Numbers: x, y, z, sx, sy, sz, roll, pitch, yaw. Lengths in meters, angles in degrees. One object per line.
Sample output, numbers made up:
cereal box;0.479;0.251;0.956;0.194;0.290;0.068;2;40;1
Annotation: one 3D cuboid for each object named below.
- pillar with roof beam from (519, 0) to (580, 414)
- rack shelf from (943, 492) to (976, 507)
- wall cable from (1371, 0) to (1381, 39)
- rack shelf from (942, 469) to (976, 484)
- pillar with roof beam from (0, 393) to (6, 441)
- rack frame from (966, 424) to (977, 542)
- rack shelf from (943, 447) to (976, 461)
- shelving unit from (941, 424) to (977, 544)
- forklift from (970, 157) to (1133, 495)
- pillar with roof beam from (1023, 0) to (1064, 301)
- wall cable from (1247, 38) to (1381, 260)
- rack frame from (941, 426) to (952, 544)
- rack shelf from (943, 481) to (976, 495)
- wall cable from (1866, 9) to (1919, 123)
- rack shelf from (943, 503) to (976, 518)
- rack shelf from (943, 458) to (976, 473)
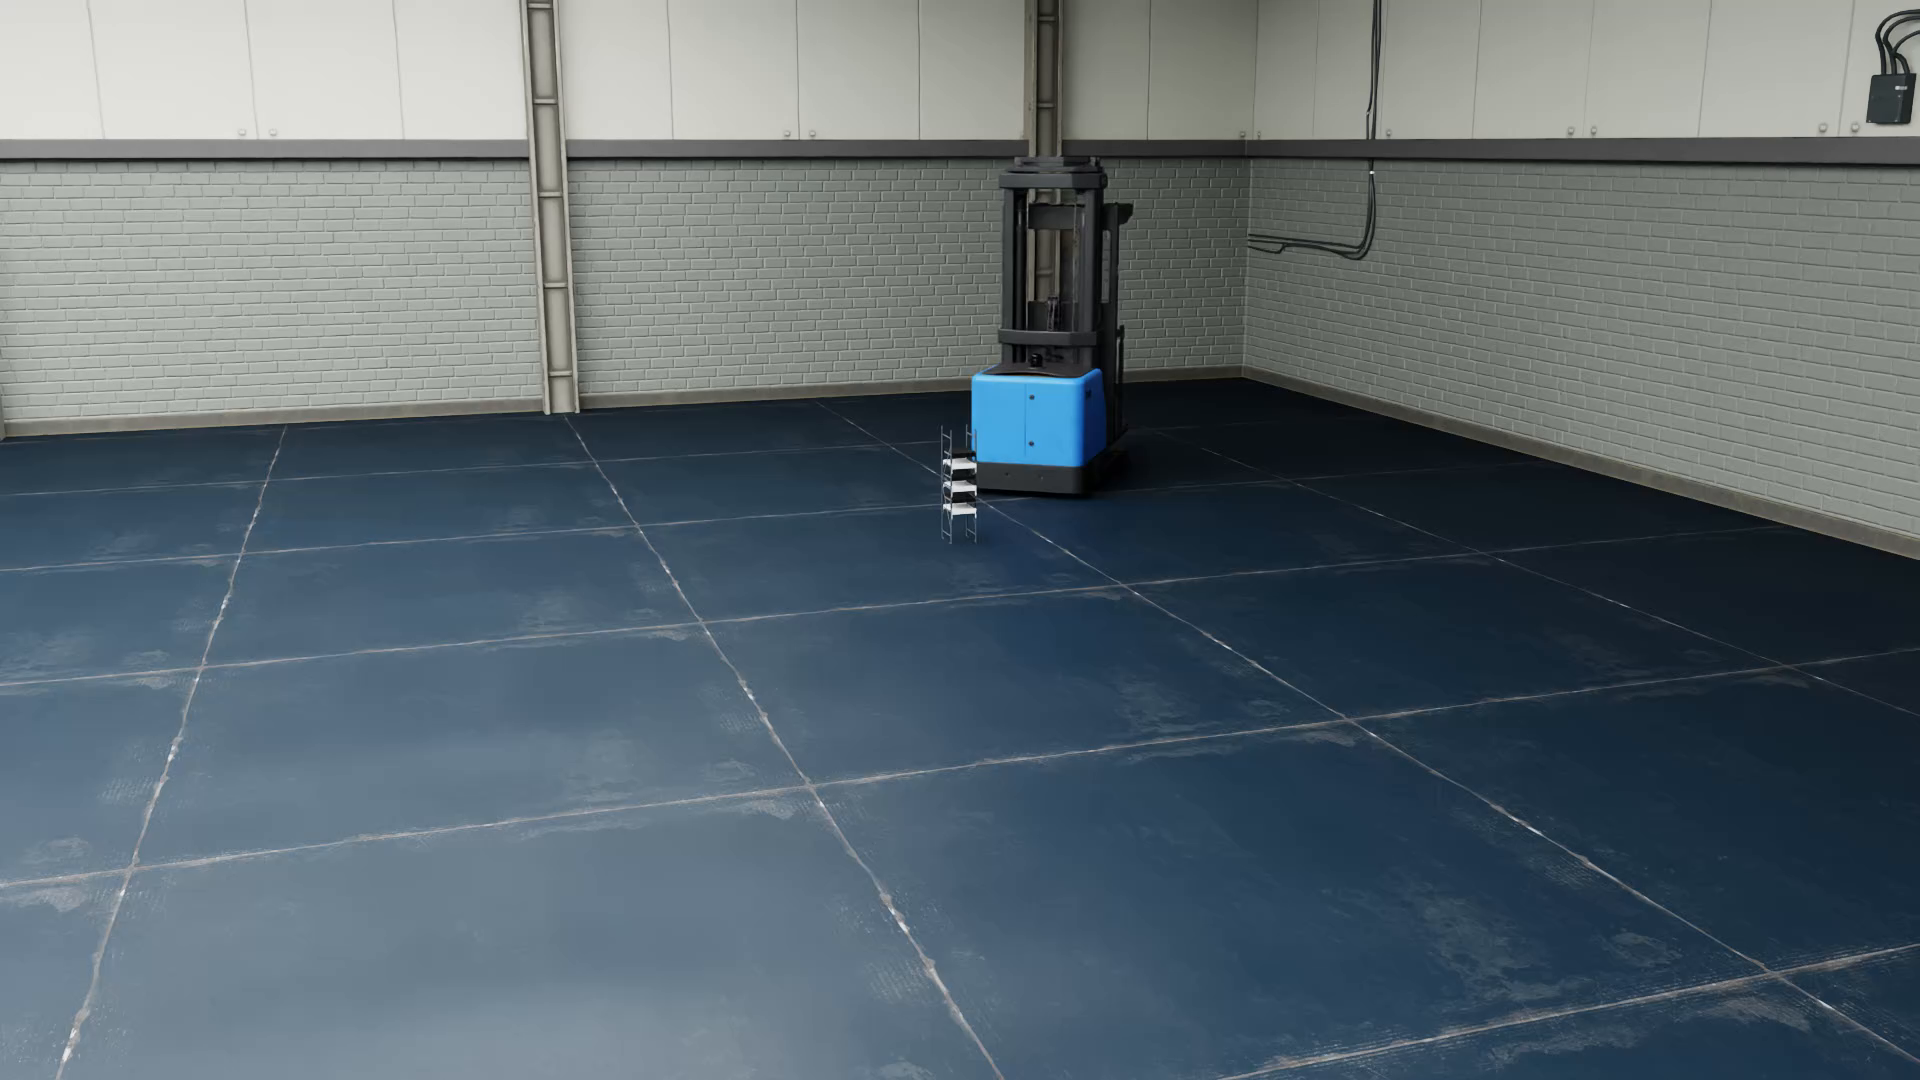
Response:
pillar with roof beam;-3.291;-4.937;14.453;0.400;9.000;9.100;-4;14;-18
rack shelf;-0.008;-0.317;13.065;0.200;0.077;0.258;-4;14;-18
wall cable;5.100;-6.605;17.259;0.112;2.526;3.097;-4;14;-18
rack shelf;-0.008;-0.492;13.023;0.200;0.077;0.258;-4;14;-18
pillar with roof beam;-8.977;-4.494;12.591;0.400;9.000;9.100;-4;14;-18
rack frame;0.089;-0.445;13.068;0.006;0.900;0.240;-4;14;-18
rack shelf;-0.008;-0.667;12.981;0.200;0.077;0.258;-4;14;-18
shelving unit;-0.008;-0.437;13.036;0.210;0.900;0.258;-4;14;-18
forklift;0.996;-2.123;15.734;1.130;2.935;3.031;4;14;16
pillar with roof beam;2.396;-5.380;16.315;0.400;9.000;9.100;-4;14;-18
wall cable;4.237;-4.741;20.338;0.112;2.526;3.097;-4;14;-18
rack frame;-0.104;-0.430;13.005;0.006;0.900;0.240;-4;14;-18
rack shelf;-0.008;-0.405;13.044;0.200;0.077;0.258;-4;14;-18
wall cable;7.250;-5.823;10.827;0.169;6.003;2.305;-4;14;-18
rack shelf;-0.008;-0.230;13.086;0.200;0.077;0.258;-4;14;-18
rack shelf;-0.008;-0.580;13.002;0.200;0.077;0.258;-4;14;-18
